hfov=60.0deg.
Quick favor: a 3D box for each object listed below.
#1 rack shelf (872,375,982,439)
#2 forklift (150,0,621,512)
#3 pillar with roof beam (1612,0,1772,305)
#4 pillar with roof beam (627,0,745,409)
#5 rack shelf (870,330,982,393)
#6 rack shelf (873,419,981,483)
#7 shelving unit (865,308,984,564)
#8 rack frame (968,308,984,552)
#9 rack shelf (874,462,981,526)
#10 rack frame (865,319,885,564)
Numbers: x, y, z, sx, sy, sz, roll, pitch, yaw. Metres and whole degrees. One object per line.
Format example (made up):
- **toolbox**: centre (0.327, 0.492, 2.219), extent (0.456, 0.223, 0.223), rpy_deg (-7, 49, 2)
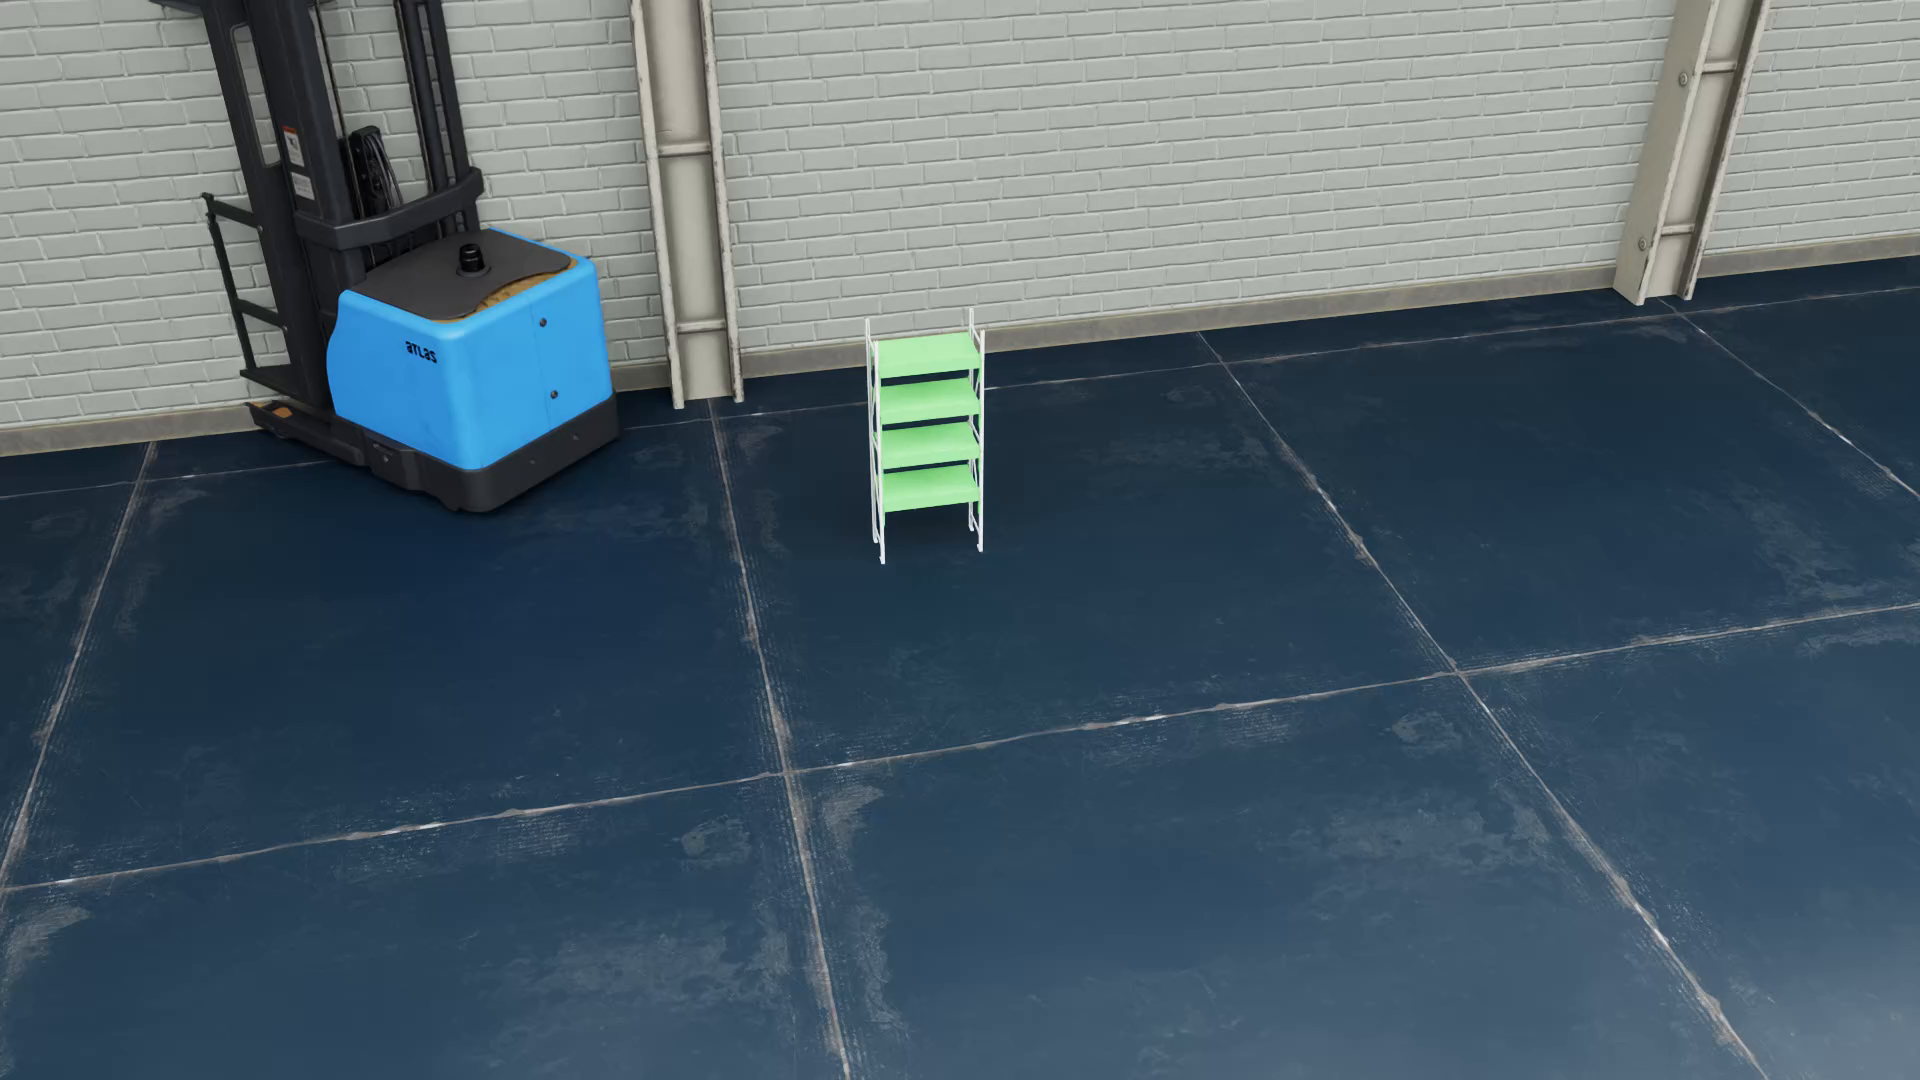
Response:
- **rack shelf**: centre (-0.161, -0.624, 7.787), extent (0.480, 0.148, 0.258), rpy_deg (-7, 35, -11)
- **forklift**: centre (-3.336, -1.992, 8.588), extent (3.031, 2.935, 1.130), rpy_deg (21, 39, 28)
- **pillar with roof beam**: centre (5.354, -2.978, 4.612), extent (0.400, 9.000, 9.100), rpy_deg (-7, 35, -11)
- **pillar with roof beam**: centre (-0.498, -2.241, 3.513), extent (0.400, 9.000, 9.100), rpy_deg (-7, 35, -11)
- **rack shelf**: centre (-0.161, -0.823, 7.653), extent (0.480, 0.148, 0.258), rpy_deg (-7, 35, -11)
- **rack shelf**: centre (-0.161, -0.425, 7.921), extent (0.480, 0.148, 0.258), rpy_deg (-7, 35, -11)
- **shelving unit**: centre (-0.161, -0.478, 7.885), extent (0.503, 1.200, 0.258), rpy_deg (-7, 35, -11)
- **rack frame**: centre (0.077, -0.508, 7.930), extent (0.015, 1.200, 0.240), rpy_deg (-7, 35, -11)
- **rack shelf**: centre (-0.161, -0.226, 8.055), extent (0.480, 0.148, 0.258), rpy_deg (-7, 35, -11)
- **rack frame**: centre (-0.399, -0.448, 7.841), extent (0.015, 1.200, 0.240), rpy_deg (-7, 35, -11)
